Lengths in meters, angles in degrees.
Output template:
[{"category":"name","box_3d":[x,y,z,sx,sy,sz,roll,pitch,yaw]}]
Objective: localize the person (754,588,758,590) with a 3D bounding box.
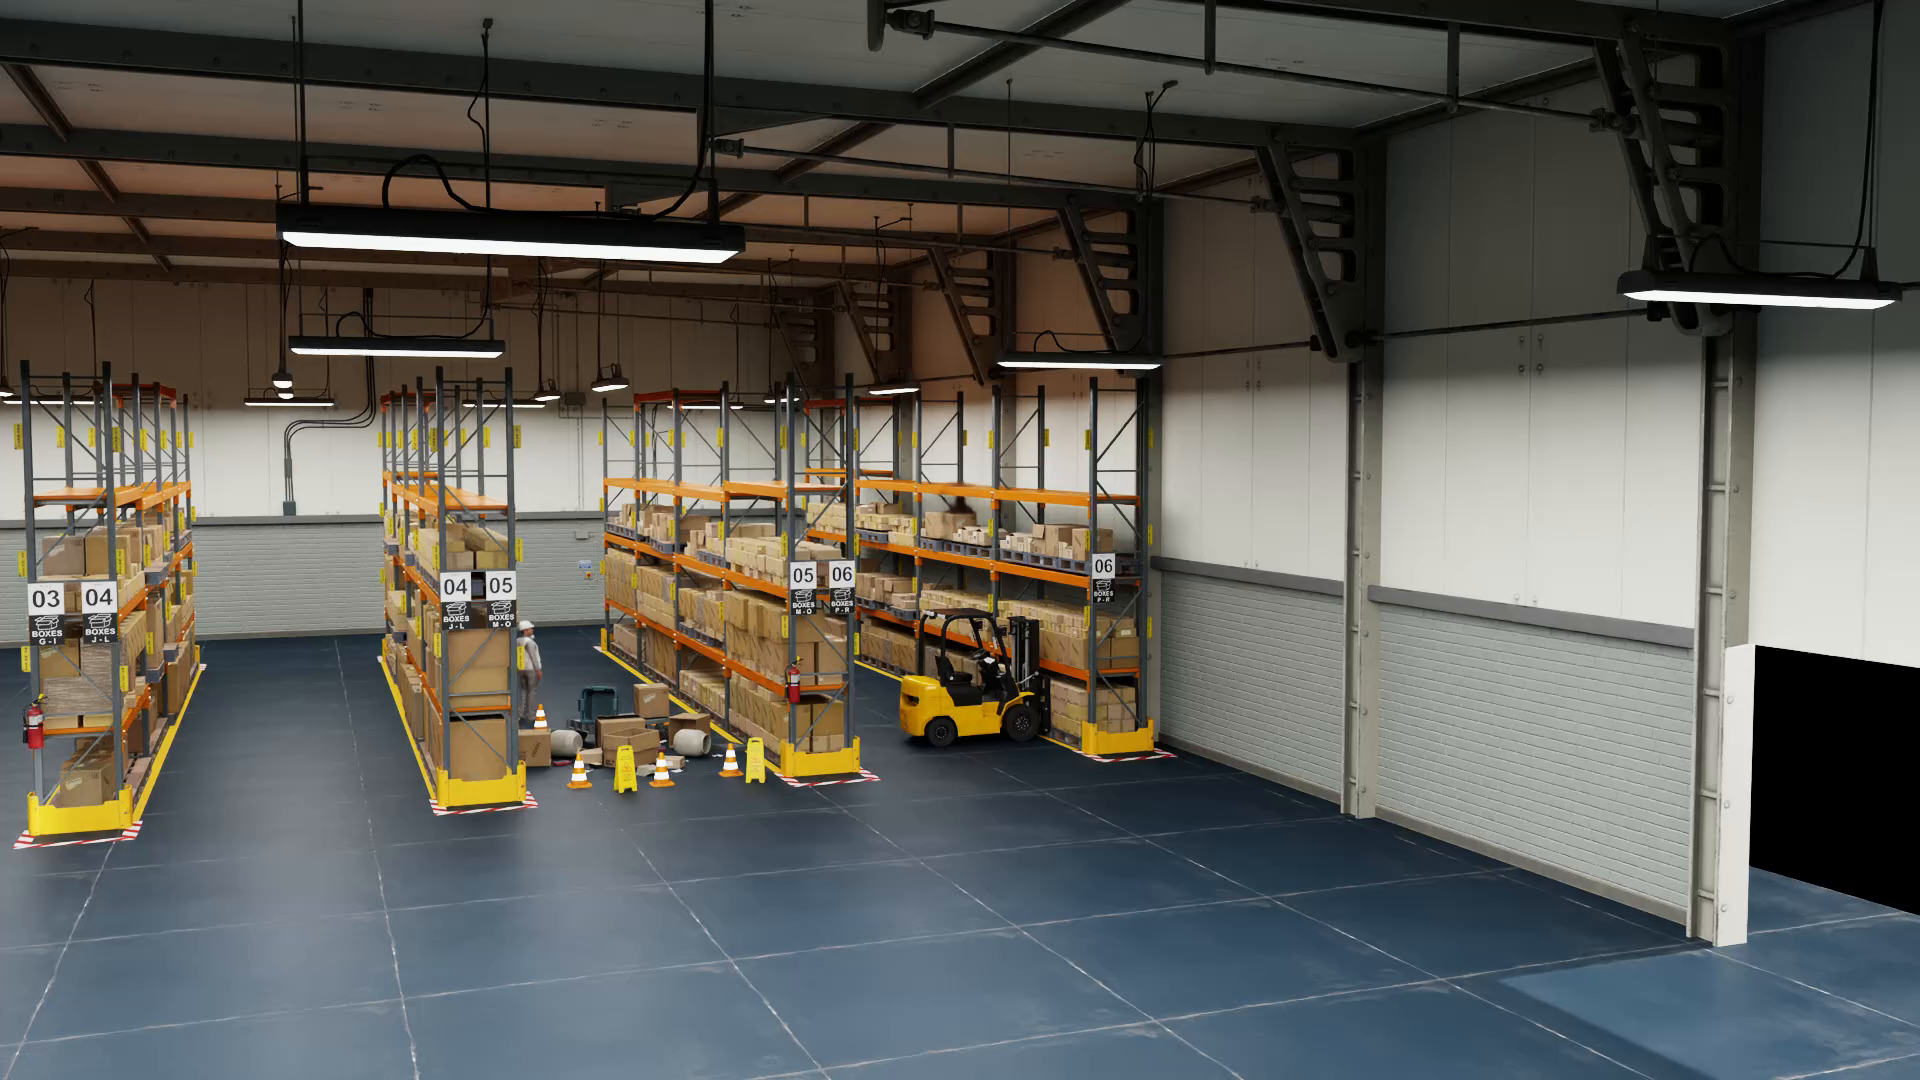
[{"category":"person","box_3d":[-5.164,1.554,43.589,0.459,1.638,0.621,0,3,1]}]

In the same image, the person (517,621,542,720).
[{"category":"person","box_3d":[-7.719,2.341,29.751,0.564,1.810,0.399,2,4,28]}]
